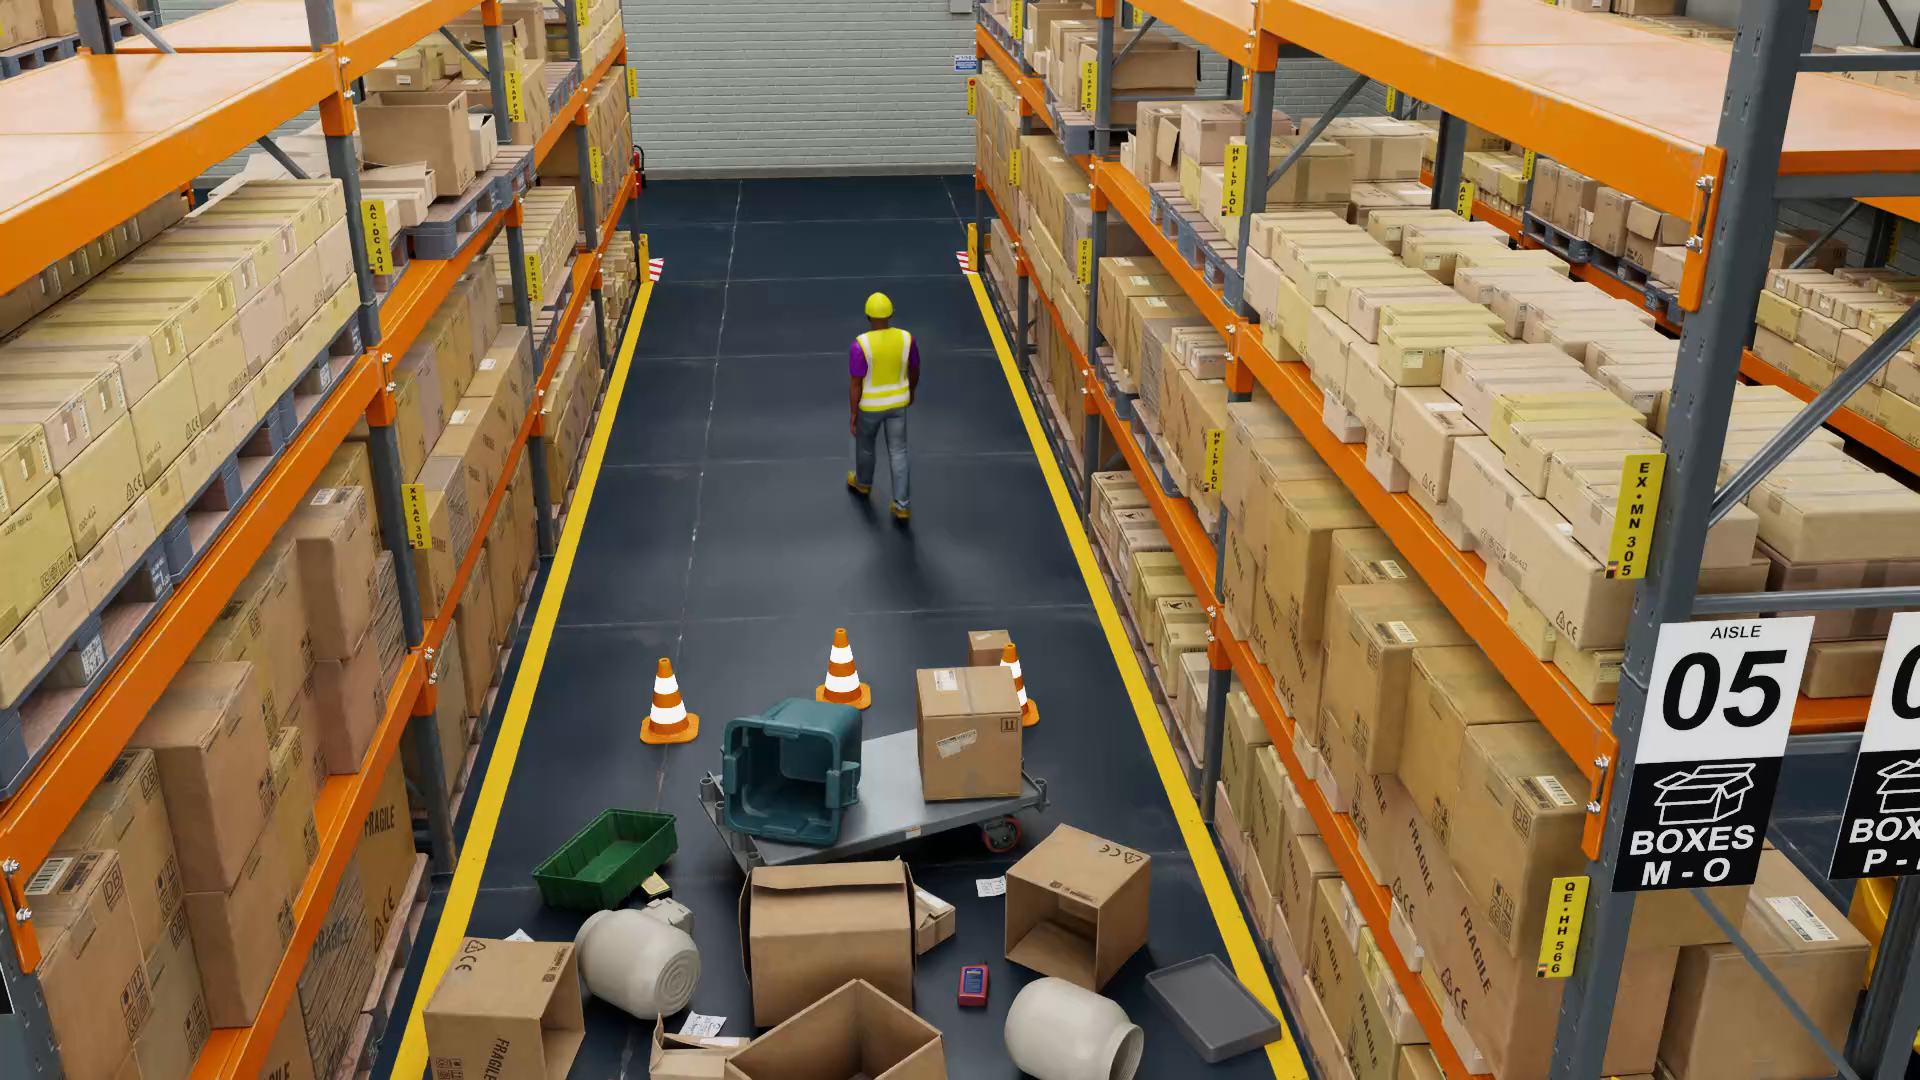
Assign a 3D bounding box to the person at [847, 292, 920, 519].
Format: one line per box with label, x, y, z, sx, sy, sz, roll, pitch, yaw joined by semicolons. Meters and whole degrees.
person;-0.605;-1.084;12.781;0.604;1.716;1.031;-7;25;-16
